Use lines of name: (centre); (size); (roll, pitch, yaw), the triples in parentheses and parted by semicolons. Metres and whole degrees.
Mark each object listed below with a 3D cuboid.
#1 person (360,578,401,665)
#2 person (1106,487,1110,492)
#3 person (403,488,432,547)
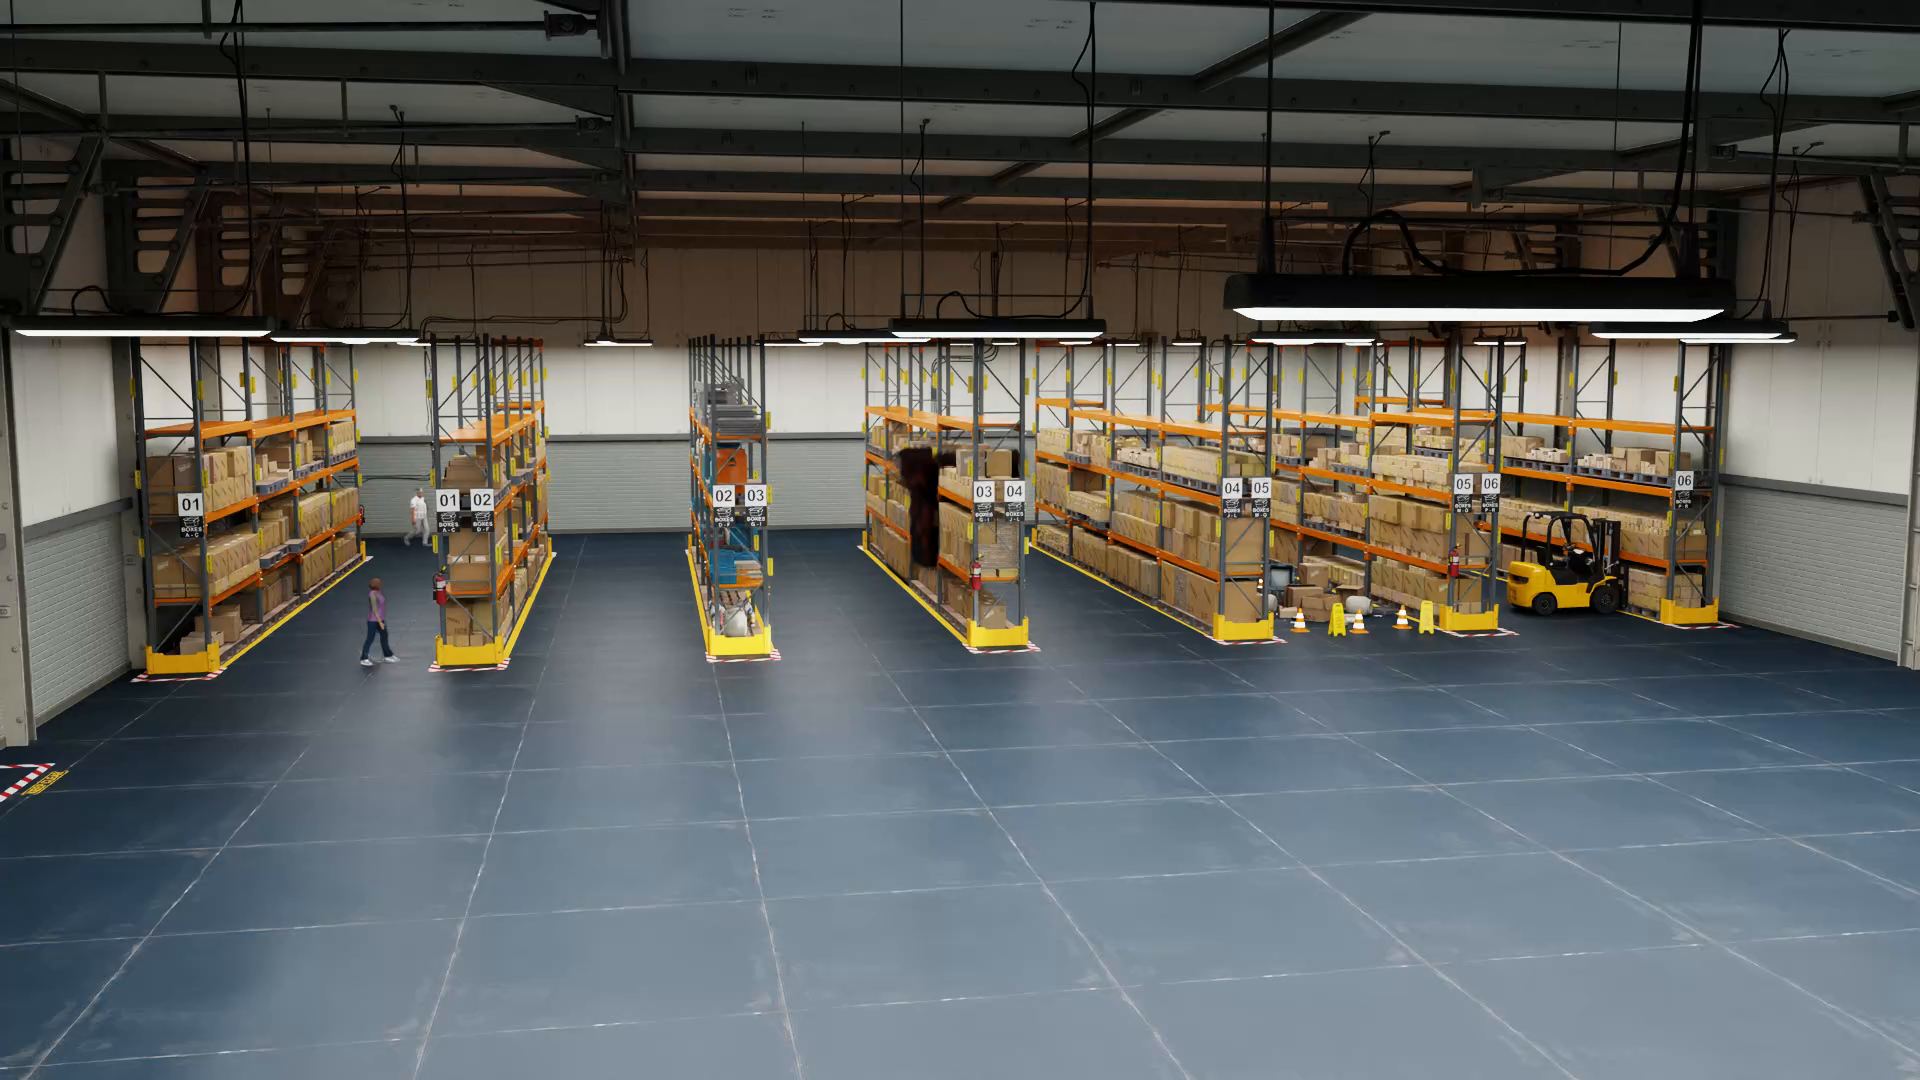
person: (-10.593, 1.473, 30.266); (0.582, 1.595, 0.592); (0, 7, 3)
person: (4.344, -0.707, 48.383); (0.363, 1.664, 0.621); (0, 7, 4)
person: (-15.708, -0.660, 48.192); (0.791, 1.727, 0.612); (2, 7, 19)
